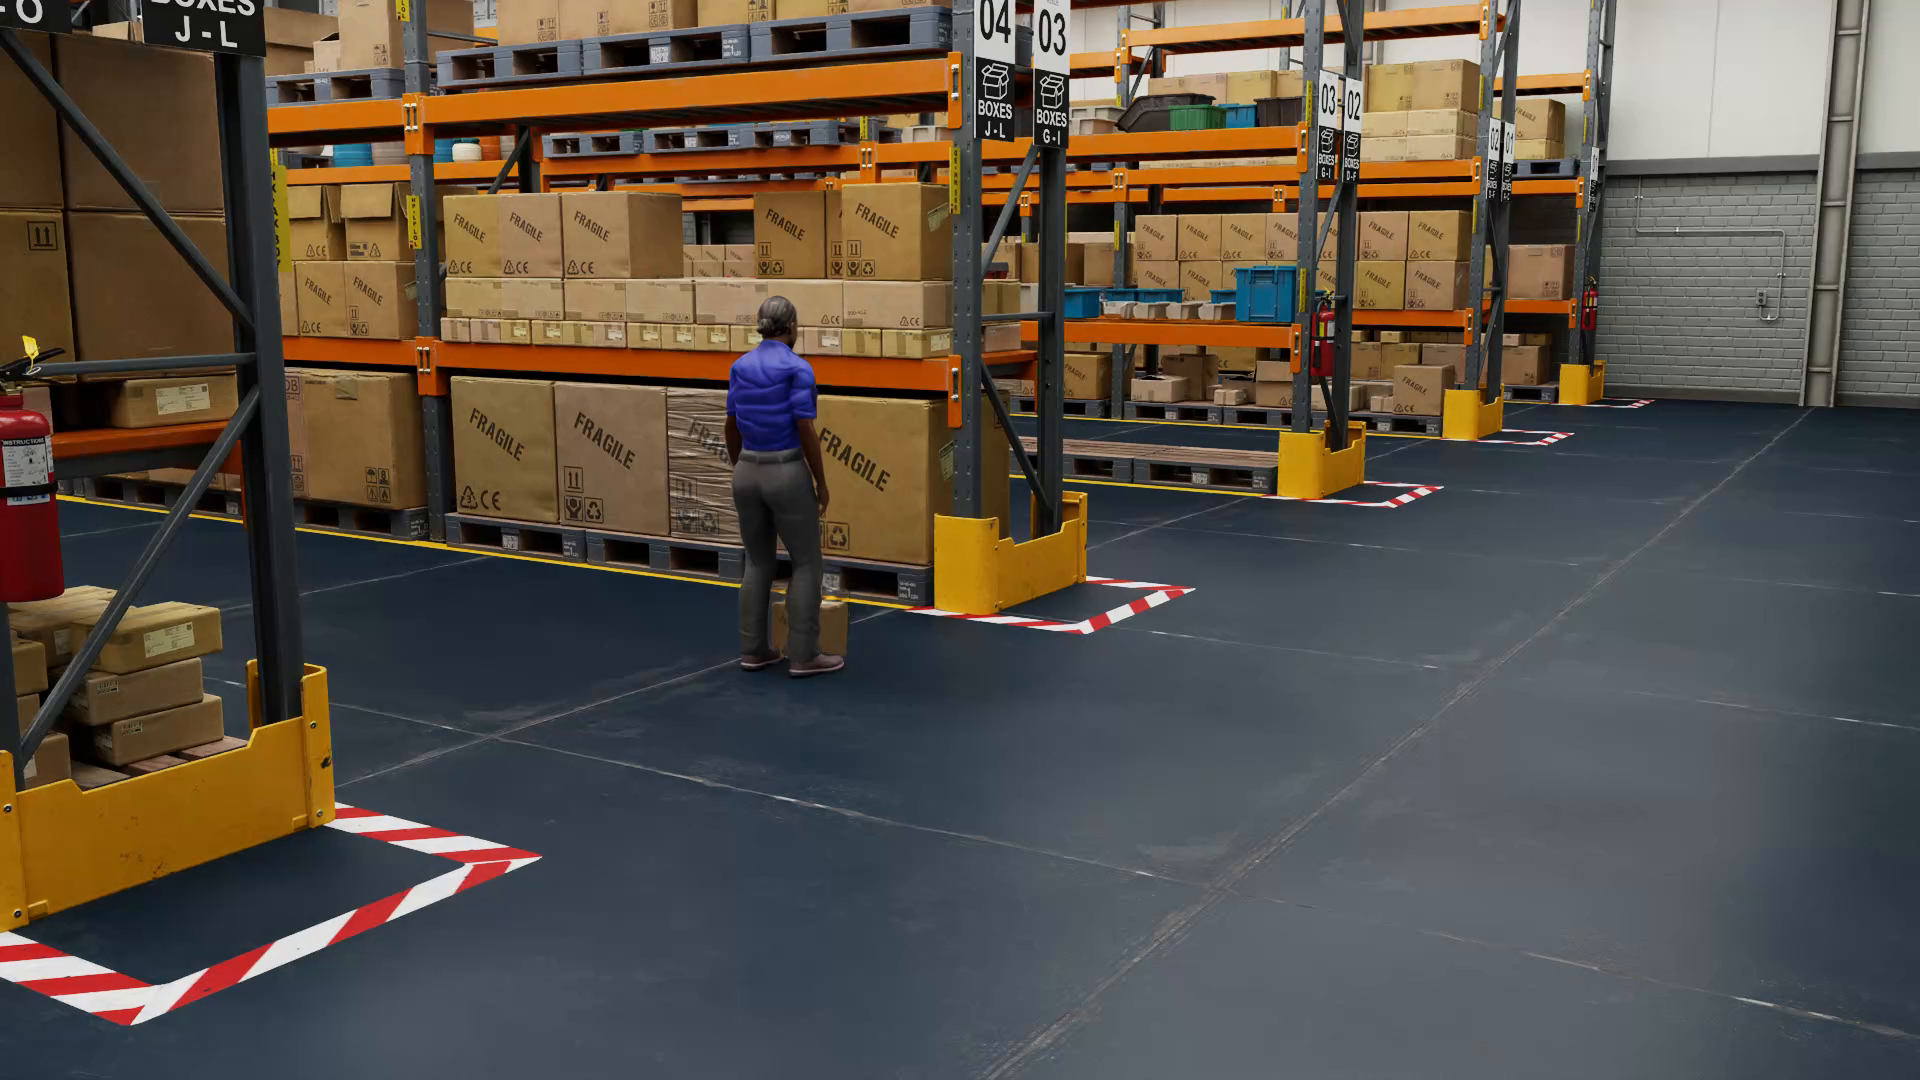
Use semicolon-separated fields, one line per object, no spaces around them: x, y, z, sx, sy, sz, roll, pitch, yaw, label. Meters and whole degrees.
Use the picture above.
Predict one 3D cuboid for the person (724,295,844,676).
-0.797;-0.238;7.312;0.503;1.656;0.343;5;11;29;person
